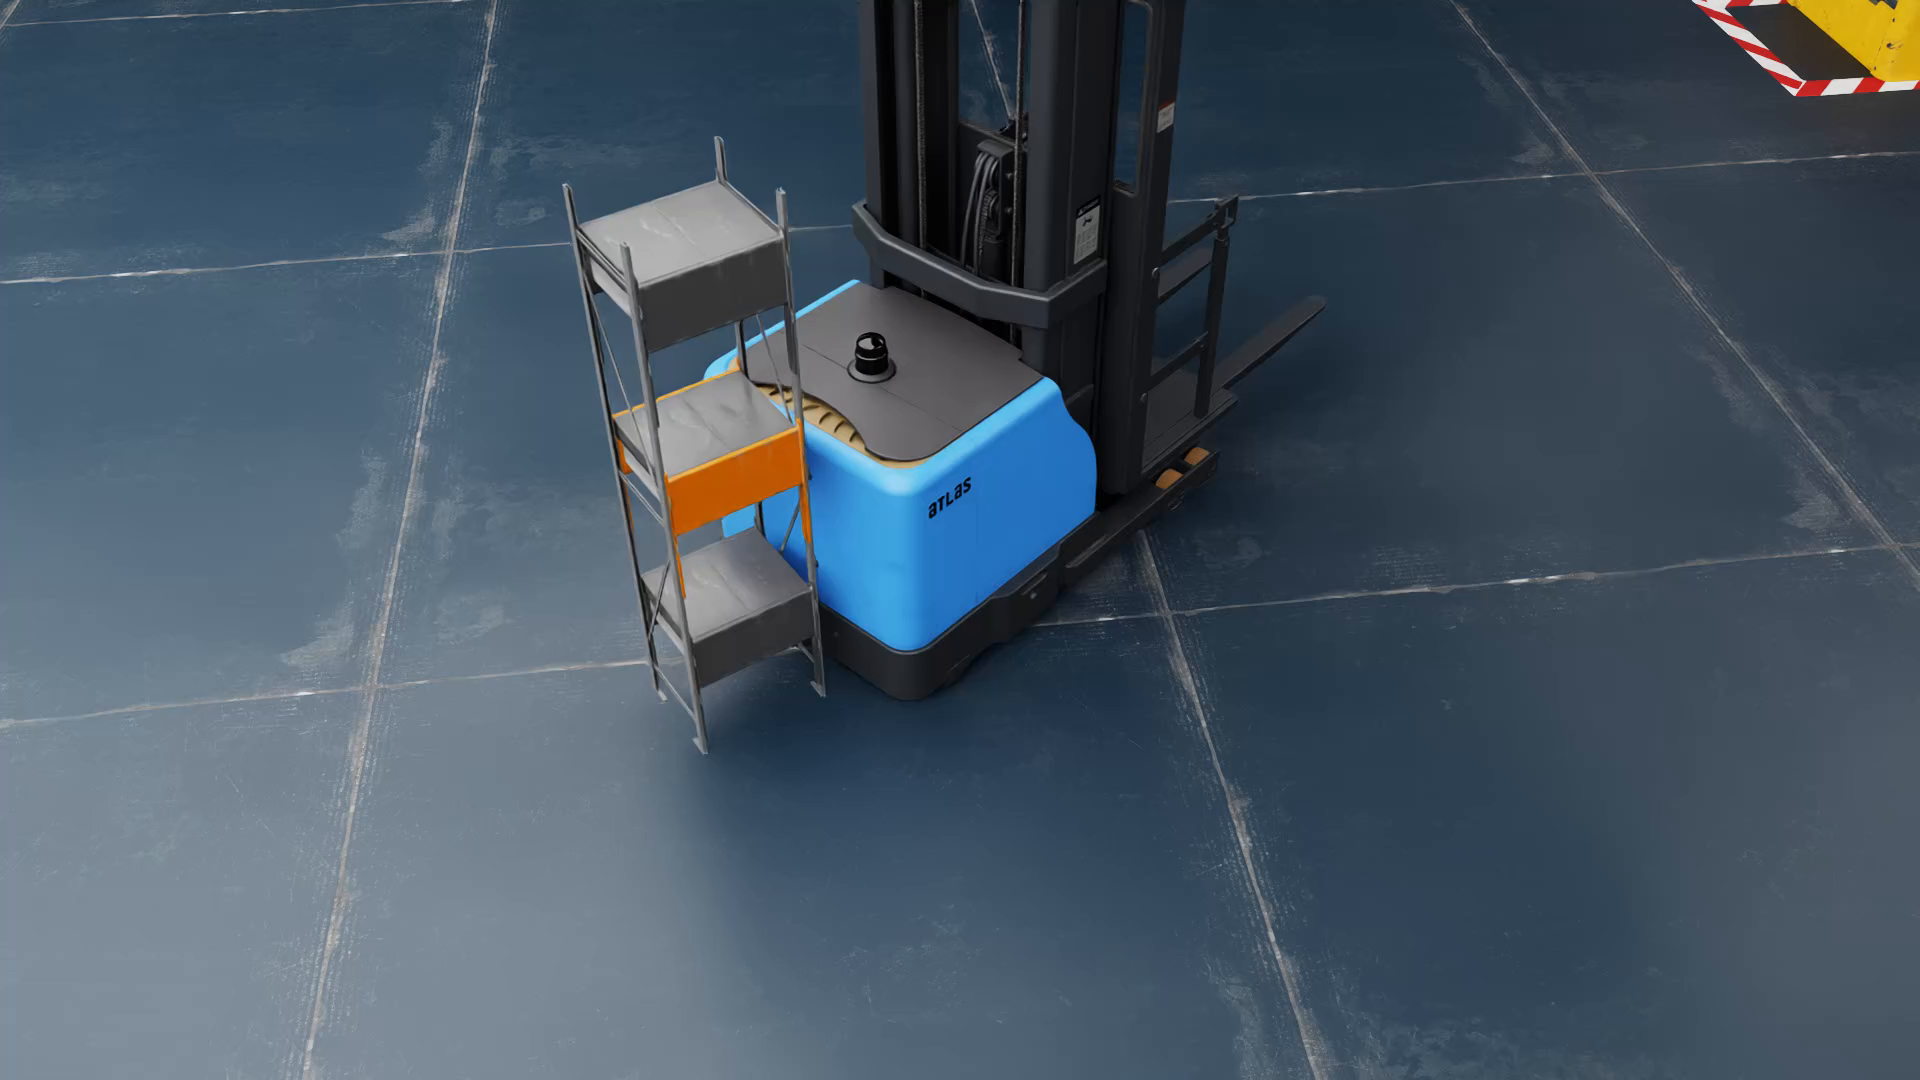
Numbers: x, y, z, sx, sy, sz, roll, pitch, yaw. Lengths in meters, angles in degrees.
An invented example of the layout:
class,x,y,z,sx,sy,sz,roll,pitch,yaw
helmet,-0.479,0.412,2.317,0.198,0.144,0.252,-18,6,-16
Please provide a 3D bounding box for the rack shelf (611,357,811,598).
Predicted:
class,x,y,z,sx,sy,sz,roll,pitch,yaw
rack shelf,-0.813,-0.208,5.433,0.480,0.518,0.431,-25,48,-25

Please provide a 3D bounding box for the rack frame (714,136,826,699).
class,x,y,z,sx,sy,sz,roll,pitch,yaw
rack frame,-0.612,-0.311,5.527,0.015,2.100,0.400,-25,48,-25

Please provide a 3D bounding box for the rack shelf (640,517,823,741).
class,x,y,z,sx,sy,sz,roll,pitch,yaw
rack shelf,-0.813,0.312,5.902,0.480,0.518,0.431,-25,48,-25

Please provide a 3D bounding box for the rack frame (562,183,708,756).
class,x,y,z,sx,sy,sz,roll,pitch,yaw
rack frame,-1.014,-0.125,5.321,0.015,2.100,0.400,-25,48,-25

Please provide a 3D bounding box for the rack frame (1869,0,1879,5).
class,x,y,z,sx,sy,sz,roll,pitch,yaw
rack frame,5.501,-4.191,9.157,0.127,3.000,1.000,-5,42,-6

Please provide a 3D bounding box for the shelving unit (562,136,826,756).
class,x,y,z,sx,sy,sz,roll,pitch,yaw
shelving unit,-0.813,-0.218,5.424,0.503,2.100,0.431,-25,48,-25

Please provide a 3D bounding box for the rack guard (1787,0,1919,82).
class,x,y,z,sx,sy,sz,roll,pitch,yaw
rack guard,5.478,-3.261,9.992,0.348,0.500,1.175,-5,42,-6

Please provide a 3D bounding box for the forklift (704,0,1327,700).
class,x,y,z,sx,sy,sz,roll,pitch,yaw
forklift,0.437,-1.418,6.134,1.130,2.935,3.031,31,50,30

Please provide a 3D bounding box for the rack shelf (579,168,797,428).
class,x,y,z,sx,sy,sz,roll,pitch,yaw
rack shelf,-0.813,-0.728,4.964,0.480,0.518,0.431,-25,48,-25
